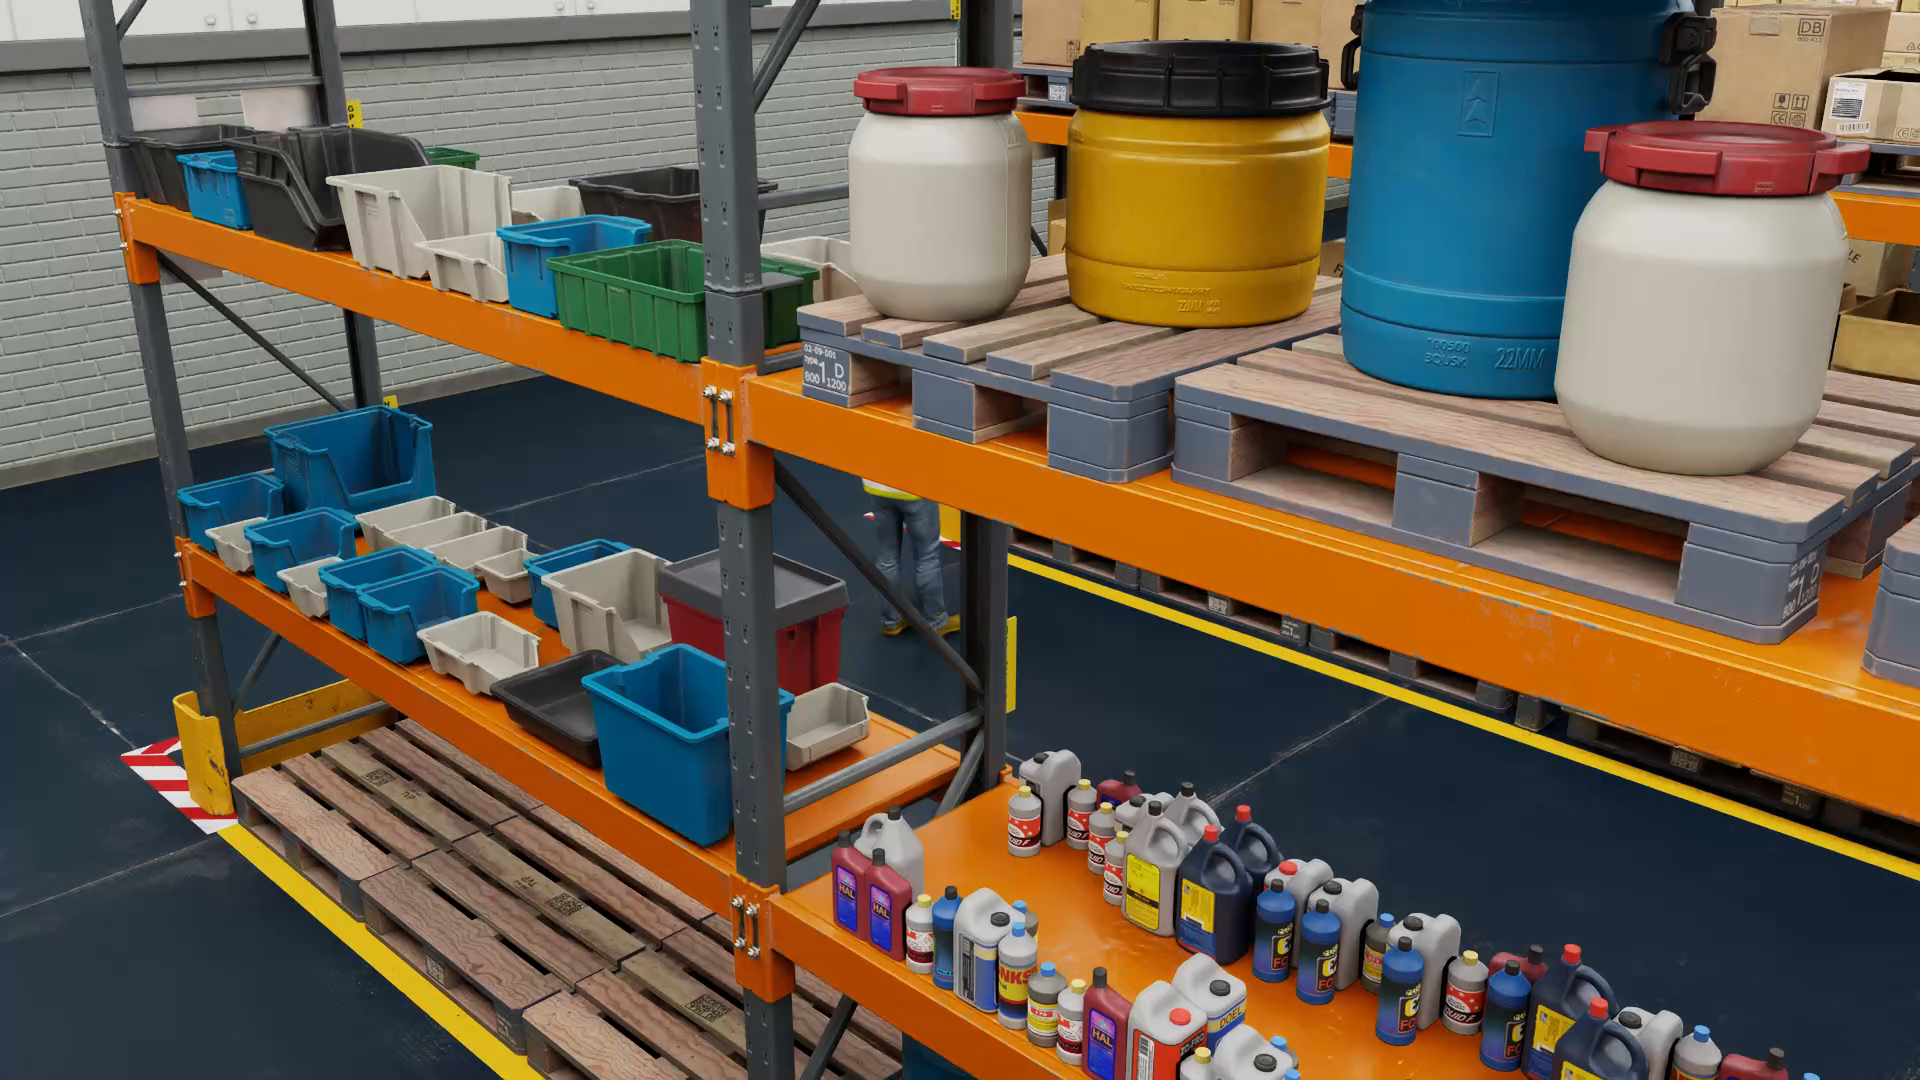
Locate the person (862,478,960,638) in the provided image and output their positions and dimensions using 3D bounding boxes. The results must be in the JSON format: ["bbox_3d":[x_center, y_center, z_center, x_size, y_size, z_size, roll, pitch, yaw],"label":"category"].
[{"bbox_3d":[-0.294,-0.304,9.349,0.582,1.772,0.539,9,22,22],"label":"person"}]
